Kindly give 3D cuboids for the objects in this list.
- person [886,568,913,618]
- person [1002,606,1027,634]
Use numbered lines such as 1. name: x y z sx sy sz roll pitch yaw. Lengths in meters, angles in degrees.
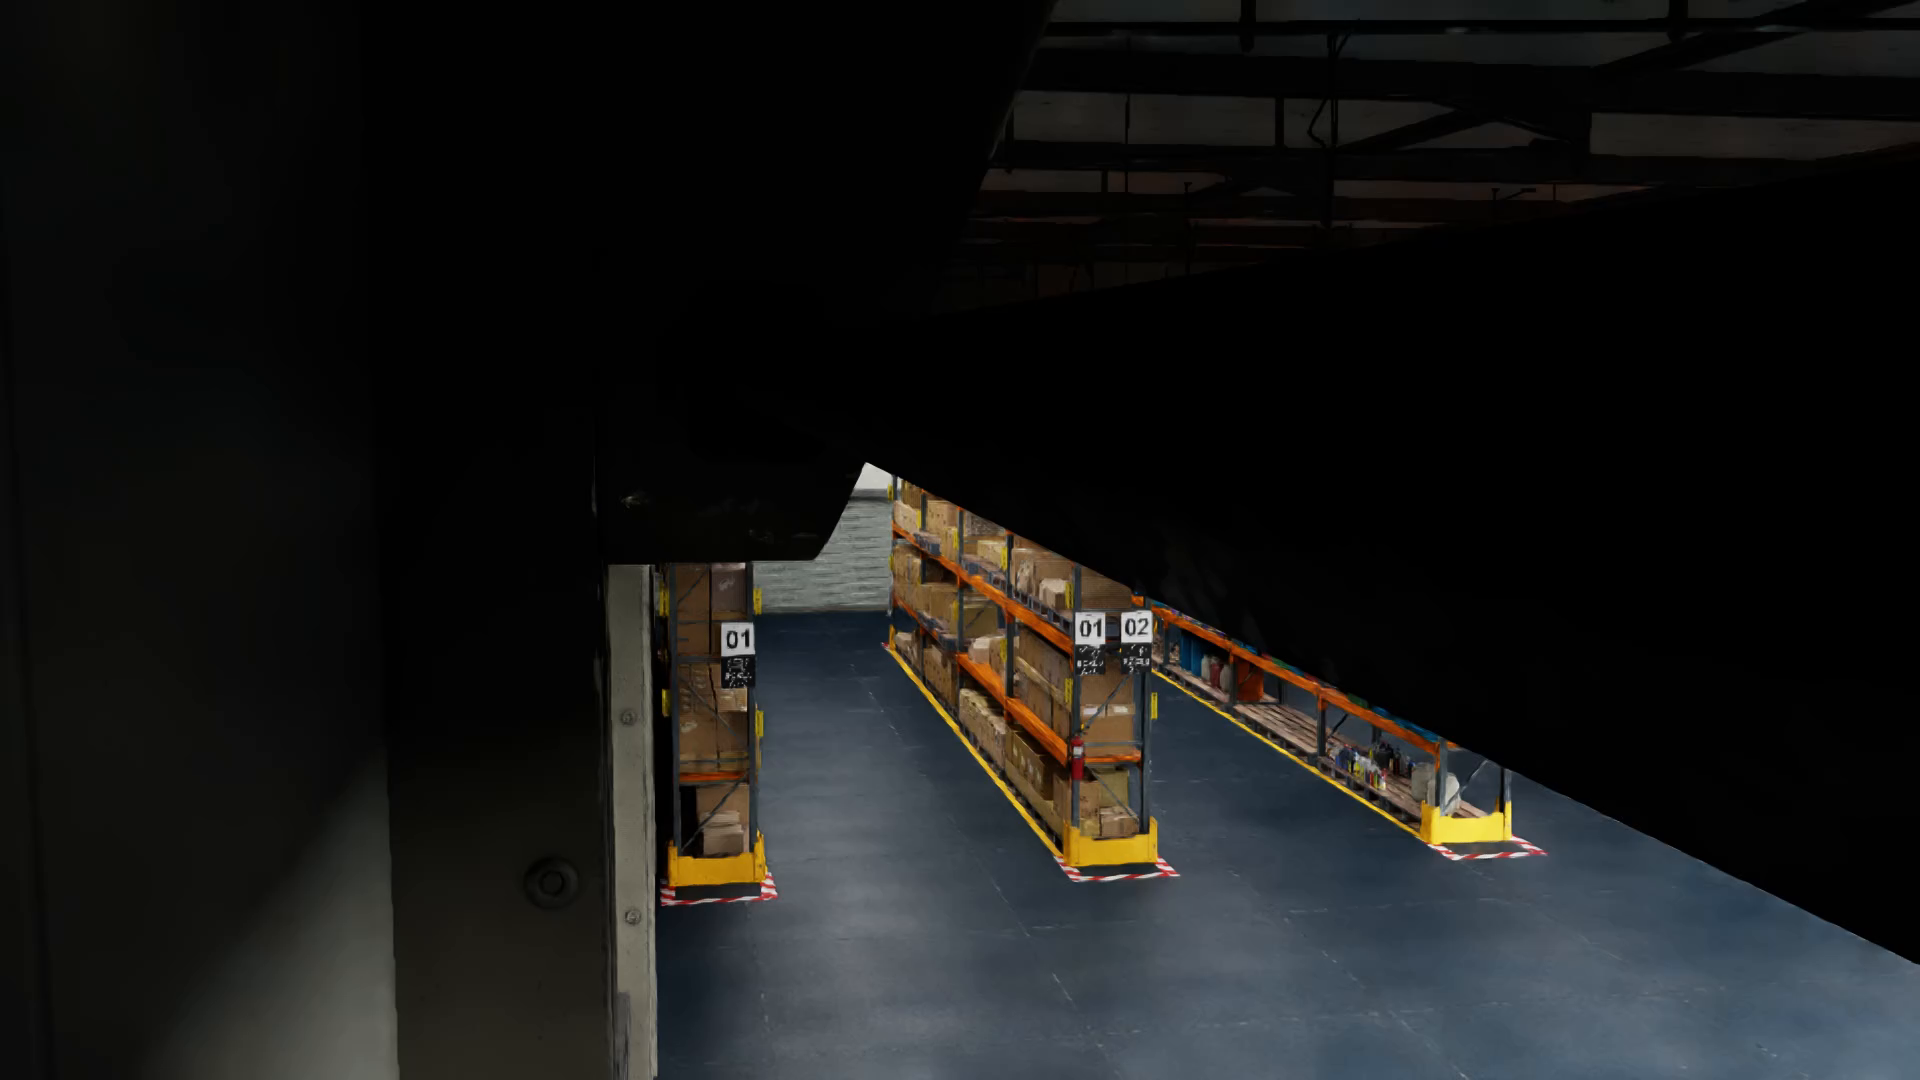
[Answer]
1. person: -1.462 1.051 40.942 0.682 1.712 0.844 -3 7 -27
2. person: 1.217 1.677 35.238 0.682 1.715 0.542 -1 6 -12
